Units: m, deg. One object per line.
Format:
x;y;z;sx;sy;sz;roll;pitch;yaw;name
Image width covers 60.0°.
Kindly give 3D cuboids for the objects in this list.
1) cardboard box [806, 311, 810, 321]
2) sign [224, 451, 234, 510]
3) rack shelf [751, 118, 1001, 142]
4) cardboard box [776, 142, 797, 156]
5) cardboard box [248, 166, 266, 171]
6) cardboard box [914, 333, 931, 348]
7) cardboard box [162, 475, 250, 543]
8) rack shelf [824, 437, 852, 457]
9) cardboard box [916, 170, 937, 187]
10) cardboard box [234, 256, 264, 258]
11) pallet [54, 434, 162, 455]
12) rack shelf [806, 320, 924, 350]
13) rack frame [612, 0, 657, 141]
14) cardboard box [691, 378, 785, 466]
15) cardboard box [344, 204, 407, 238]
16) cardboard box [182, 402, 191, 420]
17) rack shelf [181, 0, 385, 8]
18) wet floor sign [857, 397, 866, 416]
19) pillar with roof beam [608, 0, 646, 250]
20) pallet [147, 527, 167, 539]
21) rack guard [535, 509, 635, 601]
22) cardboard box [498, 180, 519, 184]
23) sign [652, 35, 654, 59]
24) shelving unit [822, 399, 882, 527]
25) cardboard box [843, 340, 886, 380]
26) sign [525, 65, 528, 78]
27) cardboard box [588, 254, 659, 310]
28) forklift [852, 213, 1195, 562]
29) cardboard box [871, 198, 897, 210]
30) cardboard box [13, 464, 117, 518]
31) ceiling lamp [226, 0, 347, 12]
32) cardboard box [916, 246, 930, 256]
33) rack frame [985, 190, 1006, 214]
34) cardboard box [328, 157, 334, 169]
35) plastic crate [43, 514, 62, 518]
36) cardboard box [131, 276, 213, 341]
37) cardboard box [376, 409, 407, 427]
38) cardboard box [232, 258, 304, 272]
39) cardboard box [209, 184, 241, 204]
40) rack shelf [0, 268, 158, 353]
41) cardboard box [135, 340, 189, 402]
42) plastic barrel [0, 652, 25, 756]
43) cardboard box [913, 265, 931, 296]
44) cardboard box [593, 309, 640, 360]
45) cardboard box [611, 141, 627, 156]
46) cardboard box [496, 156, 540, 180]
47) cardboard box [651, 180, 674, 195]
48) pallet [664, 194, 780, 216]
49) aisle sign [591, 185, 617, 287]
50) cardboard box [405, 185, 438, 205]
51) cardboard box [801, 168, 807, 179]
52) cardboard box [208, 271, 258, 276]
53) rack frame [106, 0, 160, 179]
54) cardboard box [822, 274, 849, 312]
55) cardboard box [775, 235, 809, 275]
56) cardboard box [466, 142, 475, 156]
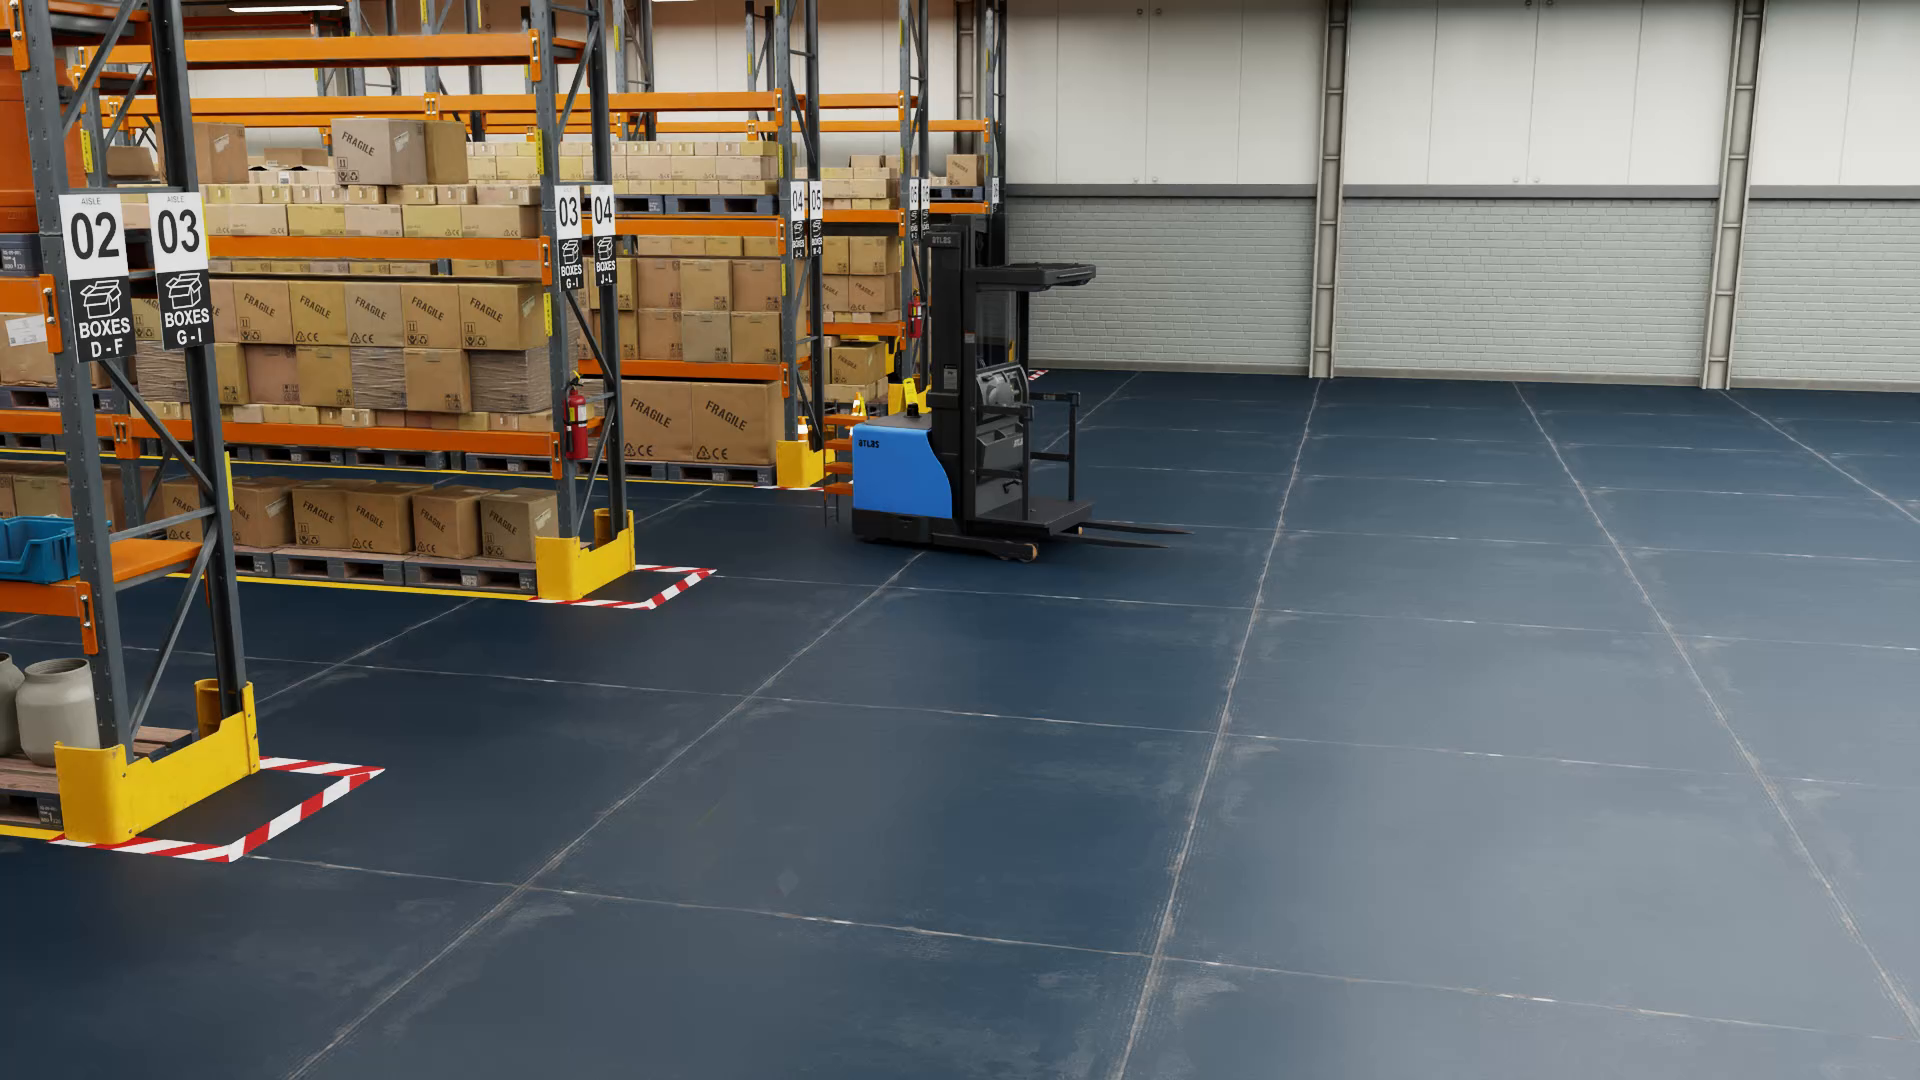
-2.008;-3.103;22.889;0.250;0.149;0.380;3;13;14;cardboard box
-4.031;-0.318;9.121;0.005;0.325;0.100;3;13;14;sign
-1.362;-6.724;27.363;4.000;0.370;1.077;3;13;14;rack shelf
-1.941;-4.216;17.942;0.250;0.149;0.380;3;13;14;cardboard box
-8.374;-4.246;19.542;0.500;0.311;0.500;3;13;14;cardboard box
-0.452;-3.332;27.567;0.500;0.250;0.500;3;13;13;cardboard box
-6.485;-0.273;14.355;0.500;0.500;0.500;3;13;12;cardboard box
-1.011;-0.857;15.621;0.480;0.148;0.258;6;14;27;rack shelf
-0.543;-5.882;27.022;0.258;0.266;0.396;3;13;14;cardboard box
-10.407;-4.197;24.703;0.500;0.500;0.500;3;13;13;cardboard box
-10.219;-1.242;20.360;1.213;0.211;1.003;3;13;14;pallet
-2.547;-2.946;23.264;4.000;0.370;1.077;3;13;14;rack shelf
-4.489;-6.330;23.004;0.127;3.000;1.000;3;13;14;rack frame
-2.368;-1.336;18.283;0.875;0.875;0.875;3;13;14;cardboard box
-4.490;-2.526;13.131;0.500;0.250;0.500;3;13;15;cardboard box
-6.238;-1.097;13.850;0.250;0.149;0.380;3;13;14;cardboard box
-10.314;-7.912;24.125;4.000;0.370;1.077;3;13;14;rack shelf
-1.191;-1.413;20.128;0.232;0.644;0.267;1;13;4;wet floor sign
-6.737;-6.798;25.114;0.548;9.000;9.100;3;13;14;pillar with roof beam
-7.620;0.004;14.744;1.213;0.211;1.003;3;13;14;pallet
-3.054;0.107;13.614;0.348;0.500;1.175;3;13;14;rack guard
-4.811;-3.834;18.059;0.250;0.149;0.380;3;13;13;cardboard box
-4.341;-6.938;23.404;0.005;0.325;0.100;3;13;14;sign
-1.011;-0.704;15.655;0.503;1.200;0.258;6;14;27;shelving unit
-1.346;-2.523;23.345;0.500;0.500;0.500;3;13;12;cardboard box
-7.307;-7.961;28.019;0.005;0.325;0.100;3;13;14;sign
-3.657;-2.842;18.295;0.500;0.550;0.875;3;13;14;cardboard box
0.560;-1.368;14.650;3.031;2.935;1.130;6;14;27;forklift
-1.019;-4.495;22.239;0.250;0.149;0.380;3;13;14;cardboard box
-7.913;-0.377;14.777;0.500;0.500;0.700;3;13;13;cardboard box
-10.783;-10.133;26.670;2.000;3.185;0.800;3;13;14;ceiling lamp
-0.550;-4.765;27.387;0.250;0.149;0.380;3;13;14;cardboard box
0.580;-4.237;27.424;0.127;3.000;1.000;3;13;14;rack frame
-8.775;-5.316;24.153;0.637;0.503;0.797;2;13;10;cardboard box
-4.958;-0.053;9.174;0.250;0.136;0.298;3;13;14;plastic crate
-6.487;-1.922;13.763;0.500;0.500;0.500;3;13;14;cardboard box
-4.524;-1.020;13.500;0.250;0.149;0.380;3;13;14;cardboard box
-8.037;-3.022;19.406;0.500;0.500;0.700;3;13;13;cardboard box
-5.840;-2.799;13.443;0.250;0.149;0.380;3;13;15;cardboard box
-6.108;-1.285;8.852;4.000;0.370;1.077;3;13;14;rack shelf
-6.441;-1.475;14.054;0.500;0.500;0.875;3;13;14;cardboard box
-5.311;0.898;9.053;0.421;0.512;0.421;0;13;0;plastic barrel
-0.462;-4.285;27.409;0.500;0.500;0.500;3;13;15;cardboard box
-3.642;-2.328;18.473;0.500;0.550;0.875;3;13;14;cardboard box
-3.583;-4.157;17.676;0.250;0.149;0.380;3;13;14;cardboard box
-4.679;-4.035;18.045;0.500;0.250;0.500;3;13;13;cardboard box
-3.086;-3.742;17.644;0.250;0.149;0.380;3;13;13;cardboard box
-2.416;-3.605;17.851;1.213;0.211;1.003;3;13;14;pallet
-2.848;-2.438;13.314;0.004;0.787;0.394;3;13;14;aisle sign
-4.090;-2.681;12.911;0.250;0.149;0.380;3;13;14;cardboard box
-1.968;-4.949;22.445;0.250;0.149;0.380;3;13;14;cardboard box
-6.361;-2.034;14.265;0.500;0.500;0.500;3;13;14;cardboard box
-9.460;-5.491;19.224;0.127;3.000;1.000;3;13;14;rack frame
-1.684;-3.385;22.663;0.500;0.500;0.500;3;13;14;cardboard box
-2.163;-3.889;22.627;0.500;0.500;0.700;3;13;13;cardboard box
-5.305;-4.249;18.091;0.250;0.149;0.380;3;13;14;cardboard box
